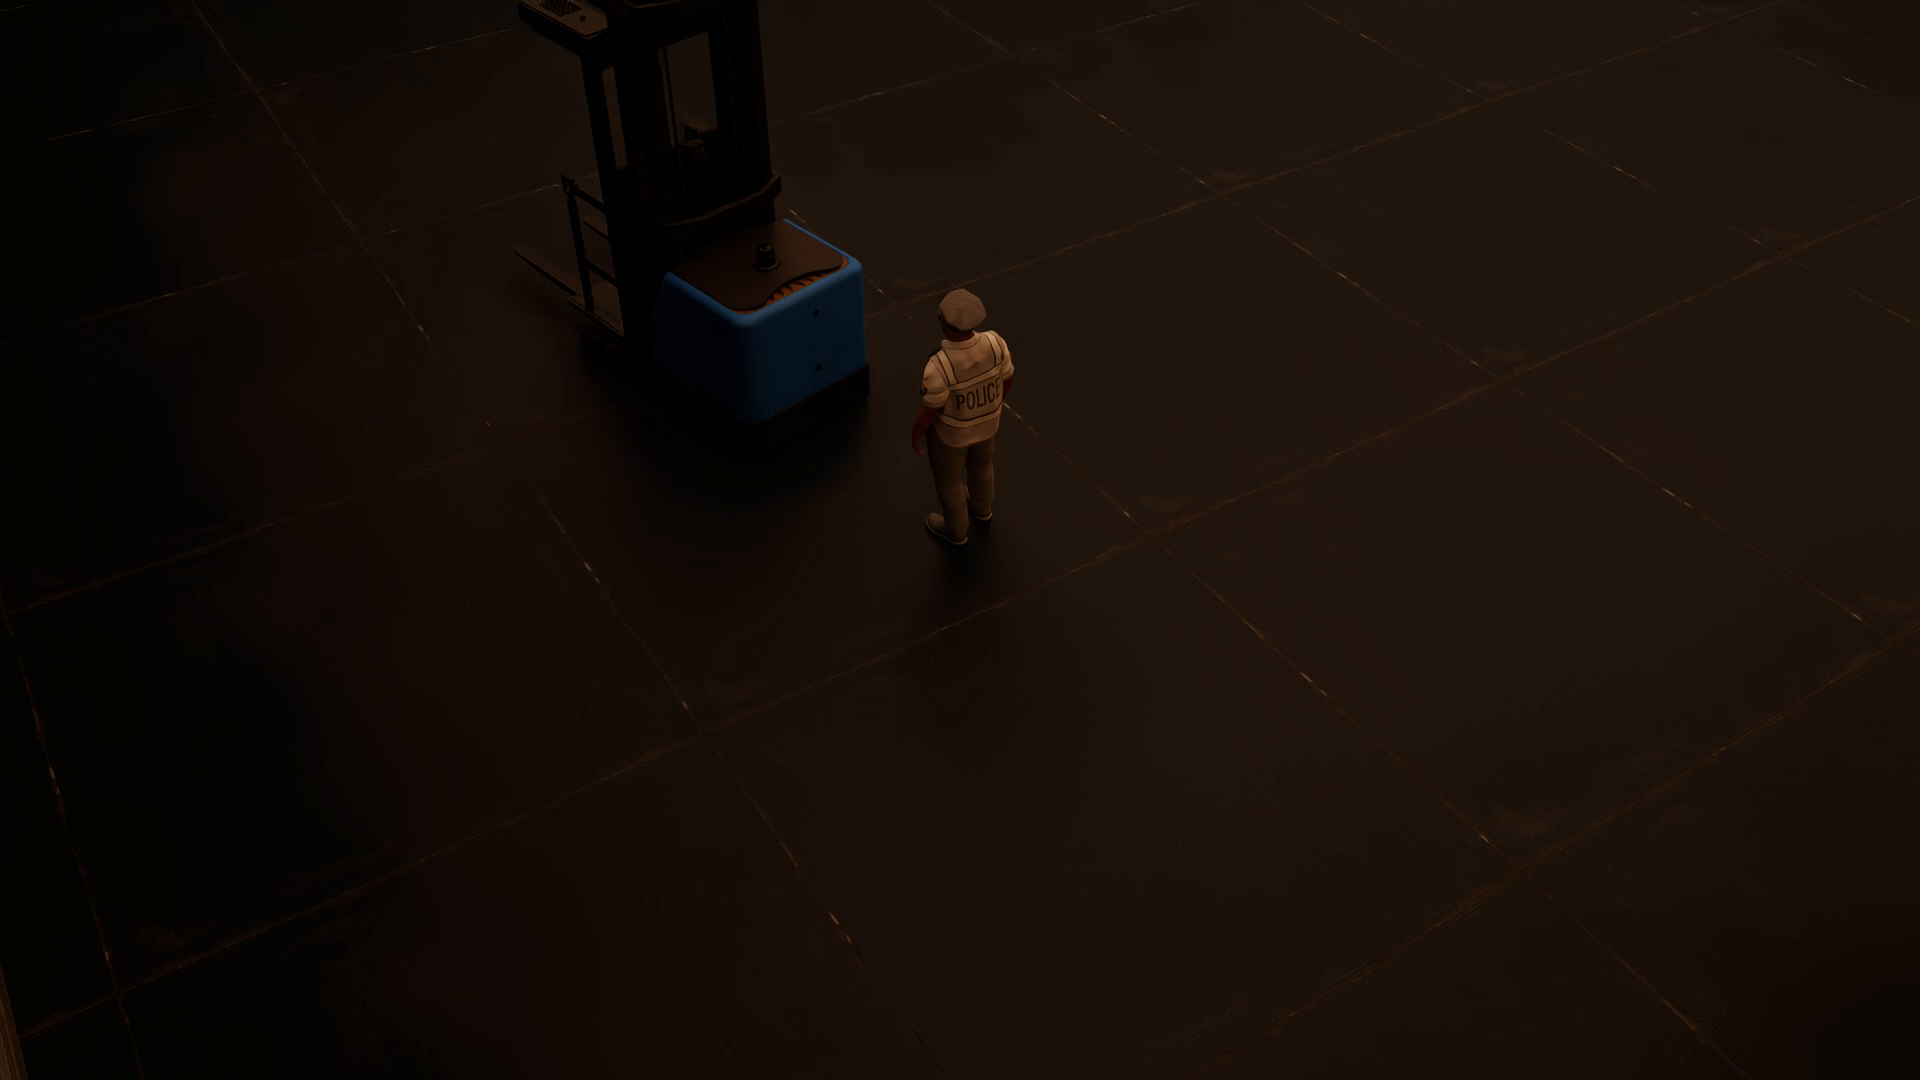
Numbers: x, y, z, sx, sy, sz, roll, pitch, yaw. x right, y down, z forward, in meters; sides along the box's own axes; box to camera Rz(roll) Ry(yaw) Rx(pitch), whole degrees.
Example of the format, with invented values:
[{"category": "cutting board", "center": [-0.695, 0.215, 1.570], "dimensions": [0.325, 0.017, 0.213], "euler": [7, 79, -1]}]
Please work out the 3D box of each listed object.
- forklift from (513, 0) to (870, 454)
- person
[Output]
[{"category": "forklift", "center": [-1.988, -2.520, 10.755], "dimensions": [1.130, 2.935, 3.031], "euler": [-33, 51, -32]}, {"category": "person", "center": [-0.031, -0.724, 9.561], "dimensions": [0.640, 1.781, 0.575], "euler": [-23, 46, -24]}]
